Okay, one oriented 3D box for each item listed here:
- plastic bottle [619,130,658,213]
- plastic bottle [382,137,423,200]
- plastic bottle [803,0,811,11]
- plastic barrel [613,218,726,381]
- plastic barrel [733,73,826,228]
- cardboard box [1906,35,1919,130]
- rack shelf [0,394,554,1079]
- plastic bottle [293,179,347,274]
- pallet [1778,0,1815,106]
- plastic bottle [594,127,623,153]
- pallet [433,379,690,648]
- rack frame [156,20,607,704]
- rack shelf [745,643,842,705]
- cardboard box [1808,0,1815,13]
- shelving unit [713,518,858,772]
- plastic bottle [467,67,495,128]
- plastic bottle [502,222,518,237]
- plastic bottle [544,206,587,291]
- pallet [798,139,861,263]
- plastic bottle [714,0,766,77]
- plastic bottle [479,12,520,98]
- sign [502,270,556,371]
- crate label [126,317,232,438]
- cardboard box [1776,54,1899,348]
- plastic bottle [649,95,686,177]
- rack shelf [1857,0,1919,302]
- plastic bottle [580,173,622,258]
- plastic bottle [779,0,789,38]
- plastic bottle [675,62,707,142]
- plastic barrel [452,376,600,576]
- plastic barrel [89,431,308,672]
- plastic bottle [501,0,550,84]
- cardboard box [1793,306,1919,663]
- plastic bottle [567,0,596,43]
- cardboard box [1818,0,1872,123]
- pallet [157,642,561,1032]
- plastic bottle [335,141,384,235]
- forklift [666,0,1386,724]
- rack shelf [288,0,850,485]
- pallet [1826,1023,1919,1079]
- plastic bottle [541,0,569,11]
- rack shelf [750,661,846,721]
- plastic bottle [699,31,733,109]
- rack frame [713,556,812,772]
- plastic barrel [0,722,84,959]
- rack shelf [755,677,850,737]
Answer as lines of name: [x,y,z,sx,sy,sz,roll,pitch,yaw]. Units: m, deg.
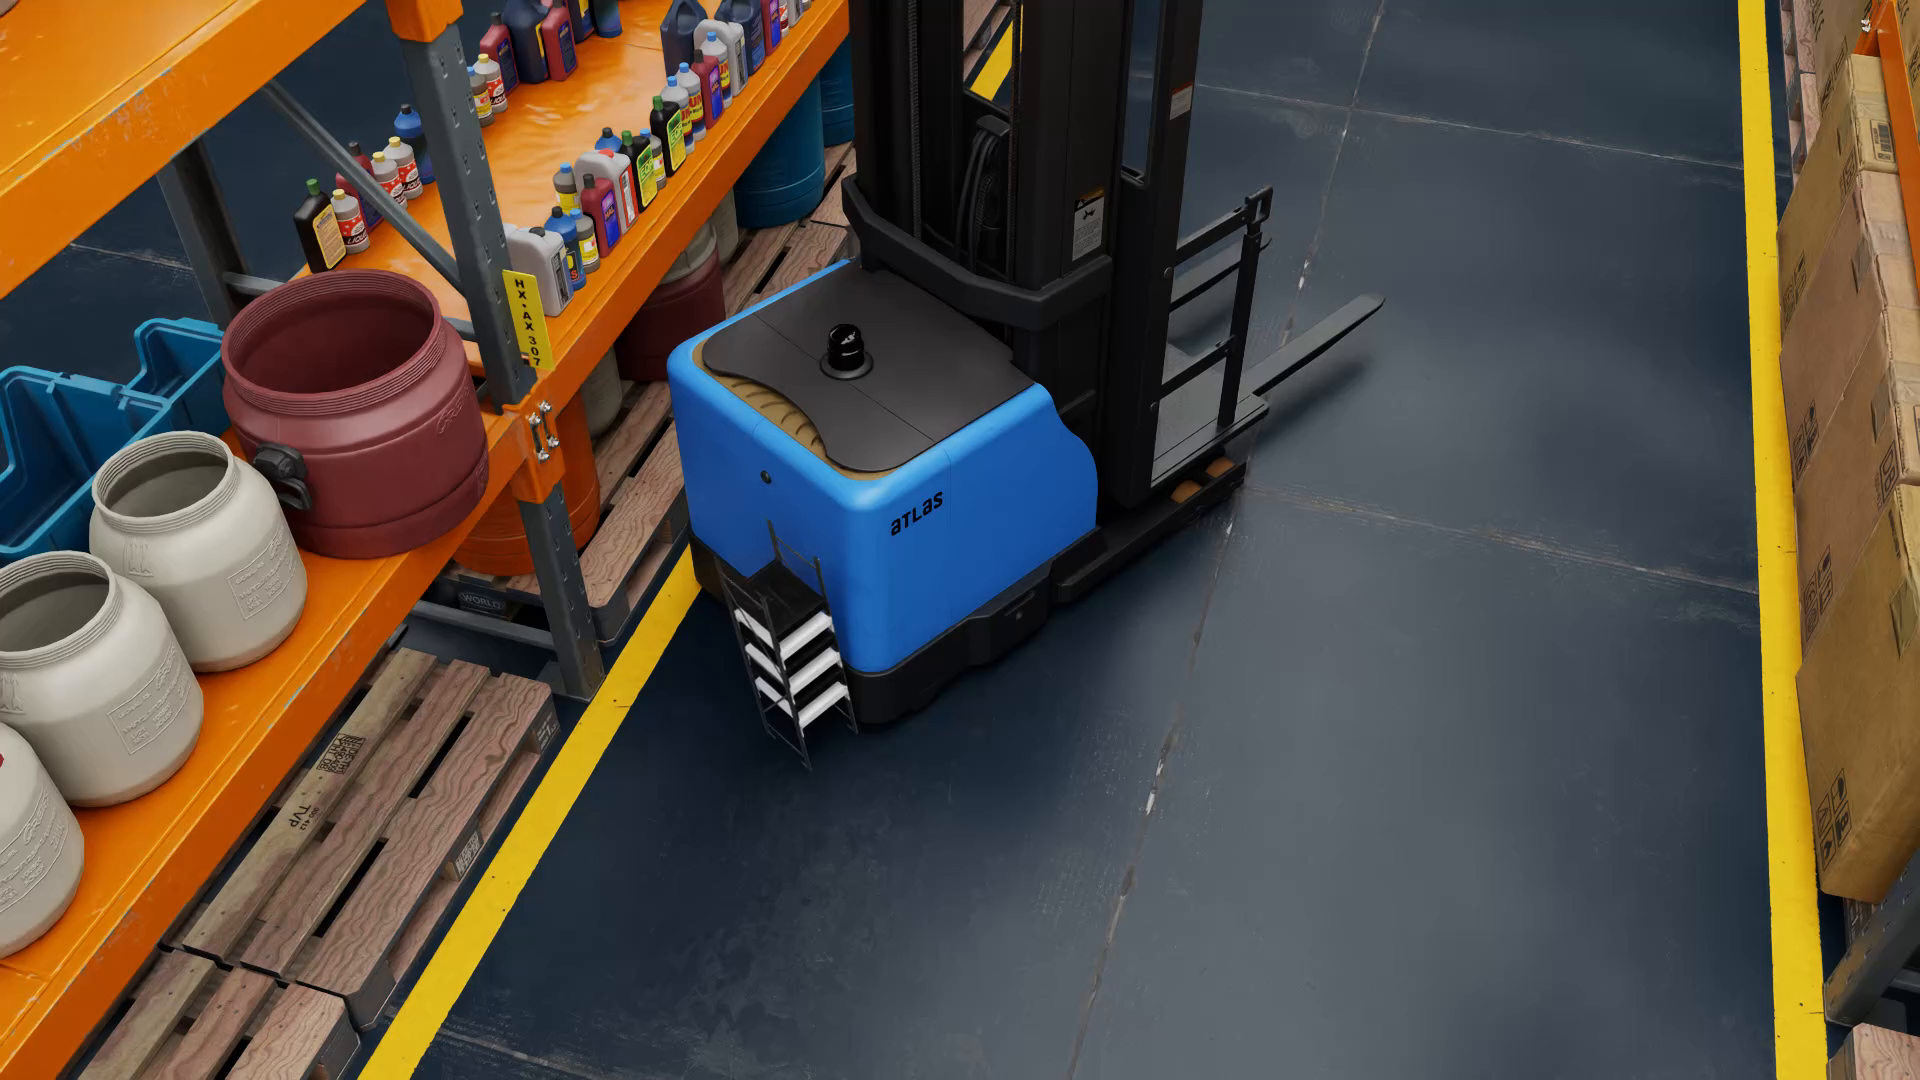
plastic bottle: [-1.056,-1.225,5.440,0.061,0.283,0.133,13,46,13]
plastic bottle: [-1.852,-1.239,5.514,0.097,0.201,0.097,0,44,0]
plastic bottle: [-0.633,-2.170,6.465,0.097,0.201,0.097,0,44,0]
plastic barrel: [-1.246,-1.029,6.581,0.600,0.588,0.708,13,46,13]
plastic barrel: [-0.904,-1.894,7.241,0.600,0.901,0.708,13,46,13]
cardboard box: [3.683,-1.722,5.794,0.500,0.500,0.500,13,46,13]
rack shelf: [-2.325,0.932,3.667,1.077,0.370,4.000,13,46,13]
plastic bottle: [-2.004,-0.977,5.187,0.061,0.283,0.133,13,46,13]
pallet: [4.885,-2.585,8.741,1.003,0.211,1.213,13,46,12]
plastic bottle: [-1.137,-1.225,5.449,0.097,0.271,0.097,0,44,0]
pallet: [-1.521,-0.196,6.299,1.003,0.211,1.213,13,46,13]
rack frame: [-1.720,-0.658,4.778,1.000,3.000,0.127,13,46,13]
rack shelf: [-0.532,0.370,5.262,0.200,0.077,0.258,-38,55,-24]
cardboard box: [5.030,-3.282,8.679,0.875,0.875,0.875,13,46,13]
shelving unit: [-0.535,0.348,5.237,0.210,0.900,0.258,-38,55,-24]
plastic bottle: [-1.705,-1.564,5.845,0.097,0.201,0.097,0,44,0]
plastic bottle: [-1.425,-0.866,5.079,0.152,0.276,0.135,13,46,13]
plastic bottle: [-1.219,-0.904,5.121,0.097,0.271,0.097,0,44,0]
pallet: [-0.782,-1.823,7.962,1.003,0.211,1.213,13,46,13]
plastic bottle: [-0.808,-1.891,6.073,0.144,0.351,0.185,13,46,13]
plastic bottle: [-1.658,-1.739,5.965,0.061,0.283,0.133,13,46,13]
sign: [-1.193,-0.605,4.607,0.100,0.325,0.005,13,46,13]
crate label: [-2.204,-0.397,4.631,0.303,0.233,0.416,13,46,13]
cardboard box: [4.037,-1.235,6.587,1.225,0.875,0.875,13,46,13]
plastic bottle: [-0.986,-1.379,5.597,0.061,0.283,0.133,13,46,13]
rack shelf: [3.606,-0.685,5.320,1.077,0.370,4.000,13,46,13]
plastic bottle: [-1.137,-1.046,5.258,0.061,0.283,0.133,13,46,13]
plastic bottle: [-0.703,-2.015,6.307,0.097,0.201,0.097,0,44,0]
plastic bottle: [-0.939,-1.520,5.751,0.097,0.271,0.097,0,44,0]
plastic barrel: [-1.588,-0.363,5.727,0.600,0.830,0.708,13,46,13]
plastic barrel: [-1.828,0.033,3.992,0.421,0.512,0.421,0,44,0]
plastic bottle: [-1.570,-1.860,6.041,0.144,0.351,0.185,13,46,13]
cardboard box: [3.507,-0.048,5.373,1.225,0.875,0.875,13,46,13]
plastic bottle: [-1.473,-2.072,6.258,0.144,0.351,0.185,13,46,13]
cardboard box: [4.488,-2.089,7.459,0.875,0.875,0.875,13,46,13]
pallet: [-1.991,0.846,5.234,1.003,0.211,1.213,13,46,13]
plastic bottle: [-1.934,-1.131,5.344,0.061,0.283,0.133,13,46,13]
forklift: [0.455,-1.348,5.531,3.031,2.935,1.130,-33,53,-29]
rack shelf: [-1.114,-1.734,6.392,1.077,0.370,4.000,13,46,13]
pallet: [2.763,1.908,4.149,1.003,0.211,1.213,13,46,13]
plastic bottle: [-1.503,-1.938,6.169,0.061,0.283,0.133,13,46,13]
rack shelf: [-0.525,0.429,5.330,0.200,0.077,0.258,-38,55,-24]
plastic bottle: [-0.870,-1.674,5.908,0.097,0.271,0.097,0,44,0]
rack frame: [-0.608,0.405,5.196,0.006,0.900,0.240,-38,55,-24]
plastic barrel: [-2.079,0.591,3.405,0.433,0.535,0.433,0,44,0]
rack shelf: [-0.517,0.488,5.397,0.200,0.077,0.258,-38,55,-24]
